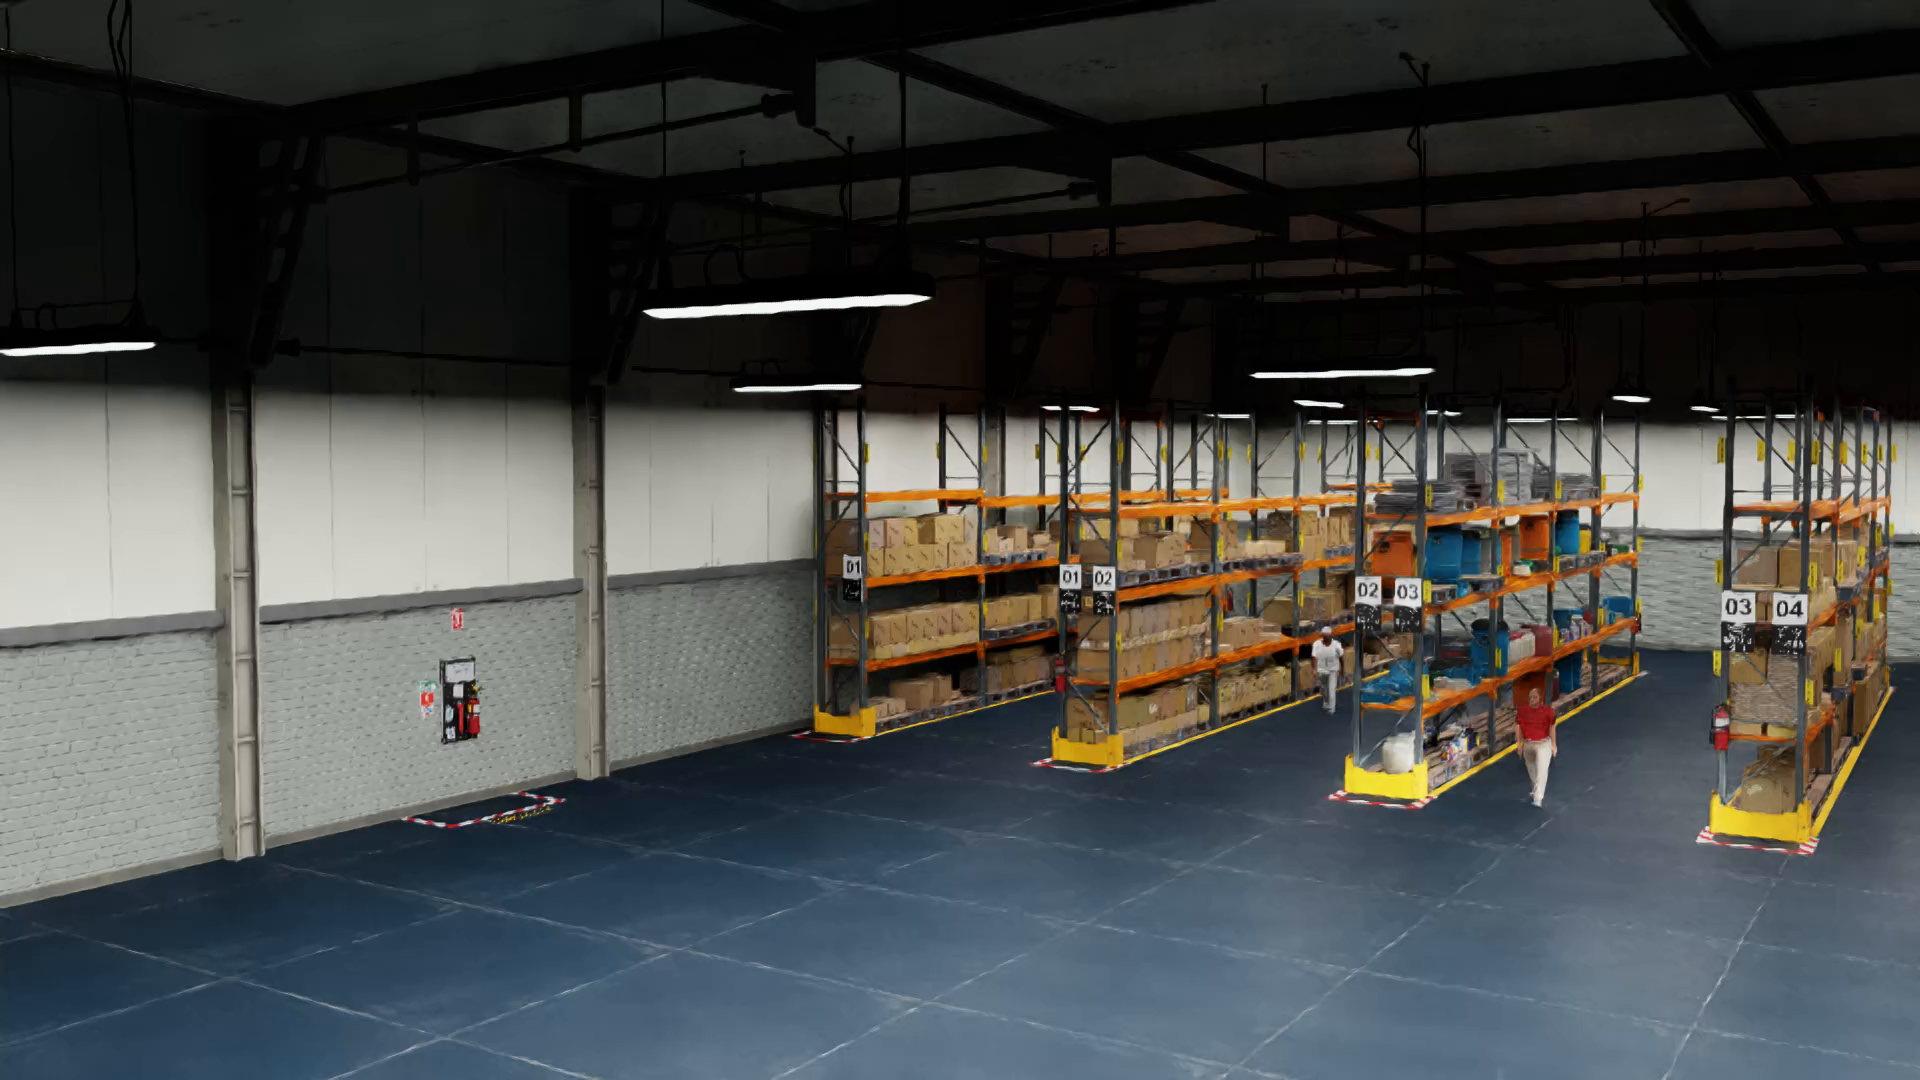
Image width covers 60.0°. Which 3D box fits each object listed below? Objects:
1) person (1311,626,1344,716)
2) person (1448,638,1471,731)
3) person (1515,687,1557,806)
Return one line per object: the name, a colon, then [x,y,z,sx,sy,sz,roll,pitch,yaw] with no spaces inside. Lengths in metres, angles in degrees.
person: [7.019,2.475,31.787,0.598,1.690,1.094,1,3,23]
person: [8.610,2.479,28.655,0.524,1.588,0.604,3,4,43]
person: [8.198,2.915,23.739,0.542,1.645,1.126,2,4,34]
